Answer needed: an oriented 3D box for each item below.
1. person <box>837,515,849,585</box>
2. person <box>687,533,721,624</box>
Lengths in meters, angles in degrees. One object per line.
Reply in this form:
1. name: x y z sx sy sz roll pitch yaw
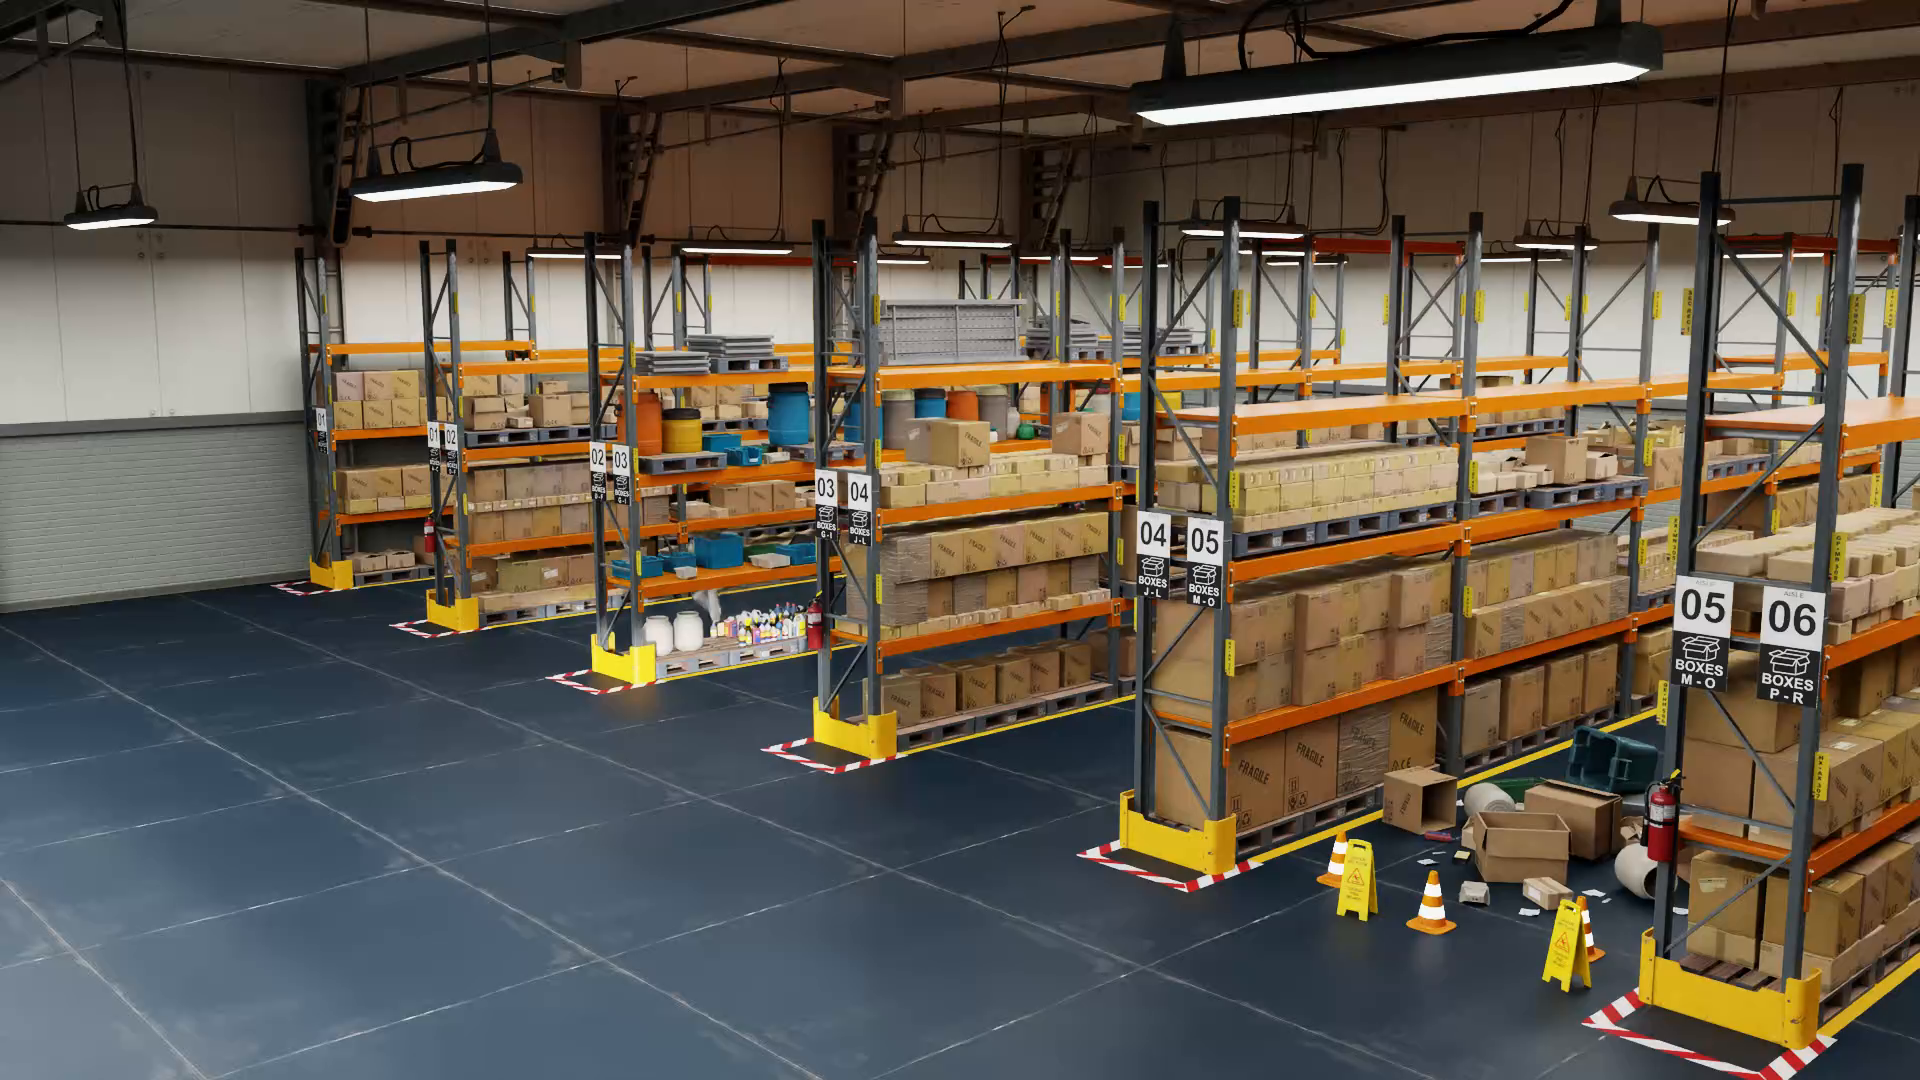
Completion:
1. person: -1.864 -0.045 28.178 0.562 1.610 0.534 6 11 38
2. person: -3.986 0.611 25.734 0.590 1.511 0.814 3 9 22
